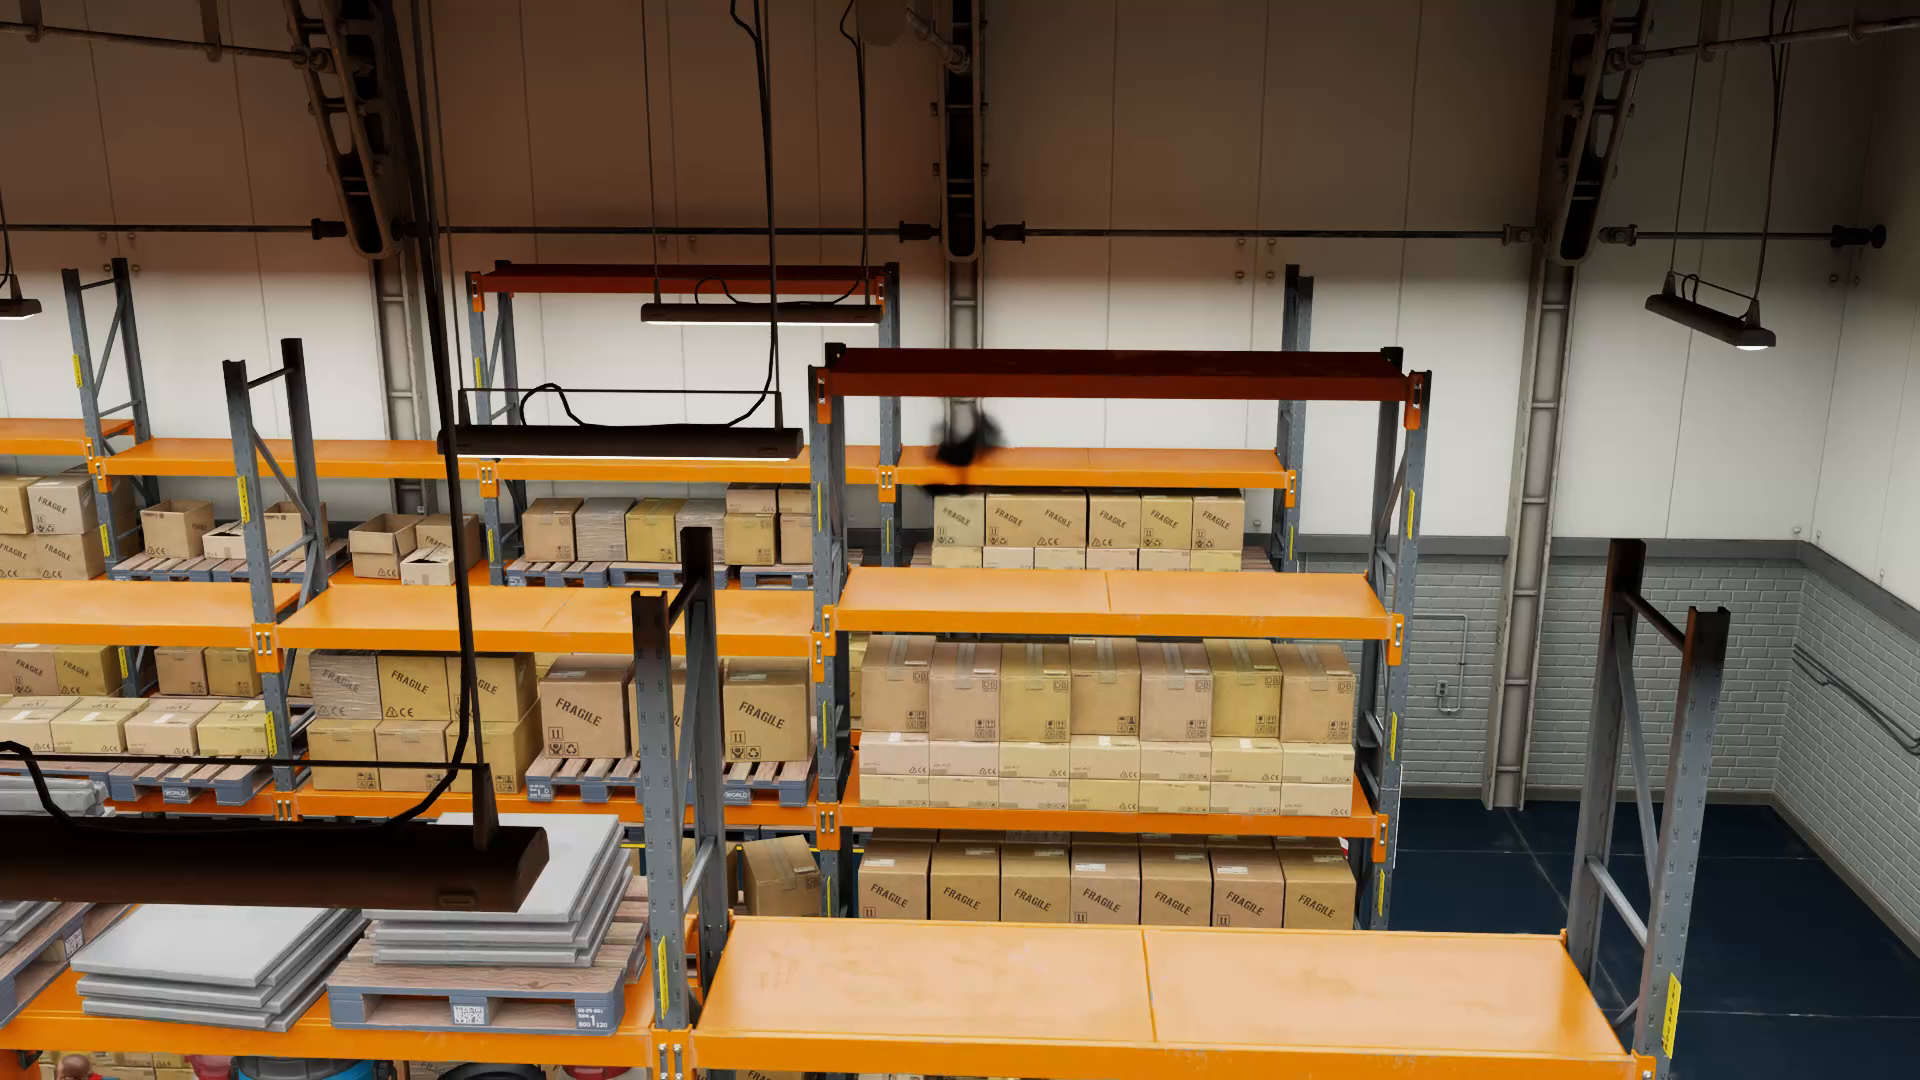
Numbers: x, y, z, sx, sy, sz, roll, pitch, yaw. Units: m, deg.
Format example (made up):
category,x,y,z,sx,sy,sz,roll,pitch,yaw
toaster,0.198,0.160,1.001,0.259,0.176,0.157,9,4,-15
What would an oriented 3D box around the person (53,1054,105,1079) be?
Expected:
category,x,y,z,sx,sy,sz,roll,pitch,yaw
person,-5.727,4.210,11.031,0.832,1.811,0.652,-1,16,-3
